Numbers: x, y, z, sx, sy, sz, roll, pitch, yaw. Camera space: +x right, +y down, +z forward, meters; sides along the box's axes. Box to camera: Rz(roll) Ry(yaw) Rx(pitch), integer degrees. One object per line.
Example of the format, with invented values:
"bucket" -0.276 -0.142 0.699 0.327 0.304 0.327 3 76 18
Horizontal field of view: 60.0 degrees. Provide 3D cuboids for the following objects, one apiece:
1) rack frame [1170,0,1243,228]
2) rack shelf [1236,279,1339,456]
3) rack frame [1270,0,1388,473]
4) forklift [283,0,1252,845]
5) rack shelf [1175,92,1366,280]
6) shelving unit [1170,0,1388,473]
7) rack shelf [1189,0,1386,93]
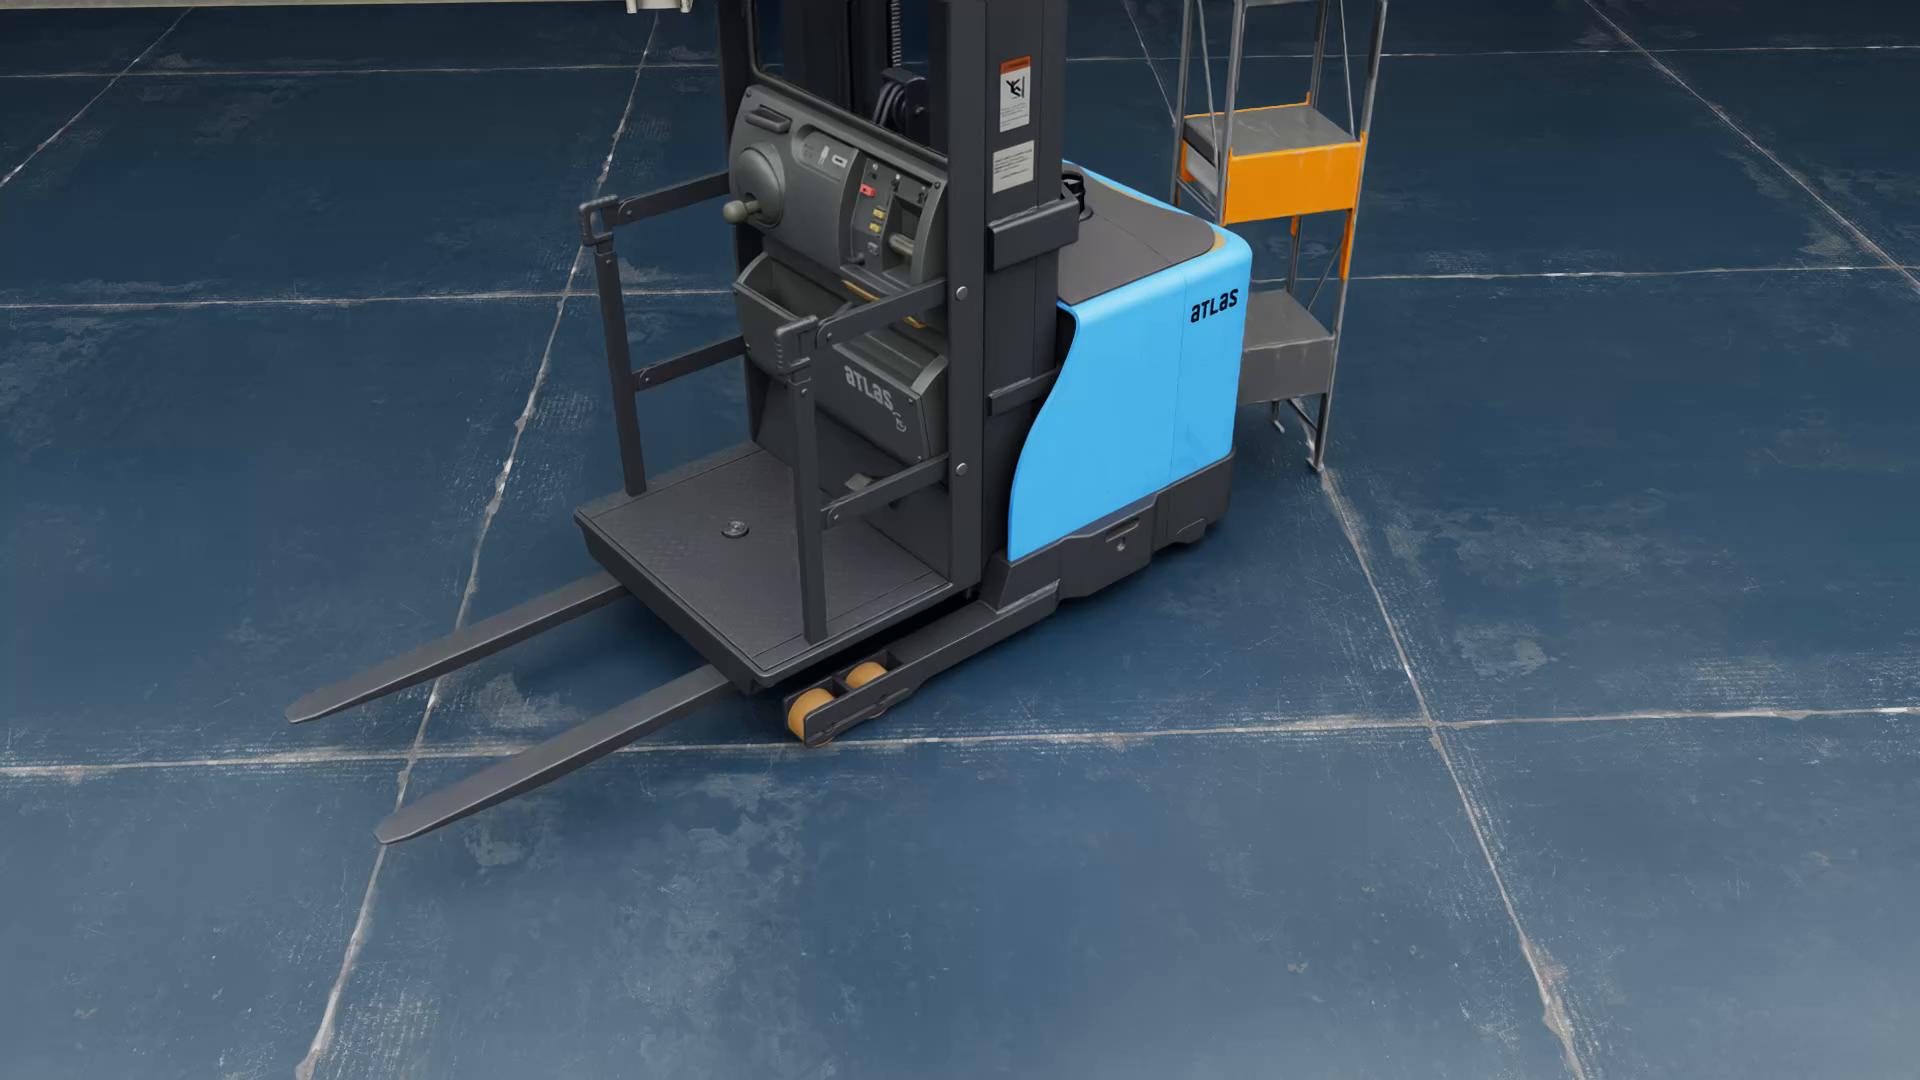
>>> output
"rack frame" 0.791 -1.142 5.553 0.015 2.100 0.400 -10 35 -14
"rack shelf" 1.026 -0.593 6.013 0.480 0.518 0.431 -10 35 -14
"rack frame" 1.258 -1.222 5.668 0.015 2.100 0.400 -10 35 -14
"forklift" -0.520 -0.941 4.534 3.031 2.935 1.130 -25 42 -32
"rack shelf" 1.025 -1.171 5.618 0.480 0.518 0.431 -10 35 -14
"shelving unit" 1.025 -1.182 5.610 0.503 2.100 0.431 -10 35 -14
"rack shelf" 1.023 -1.749 5.223 0.480 0.518 0.431 -10 35 -14
